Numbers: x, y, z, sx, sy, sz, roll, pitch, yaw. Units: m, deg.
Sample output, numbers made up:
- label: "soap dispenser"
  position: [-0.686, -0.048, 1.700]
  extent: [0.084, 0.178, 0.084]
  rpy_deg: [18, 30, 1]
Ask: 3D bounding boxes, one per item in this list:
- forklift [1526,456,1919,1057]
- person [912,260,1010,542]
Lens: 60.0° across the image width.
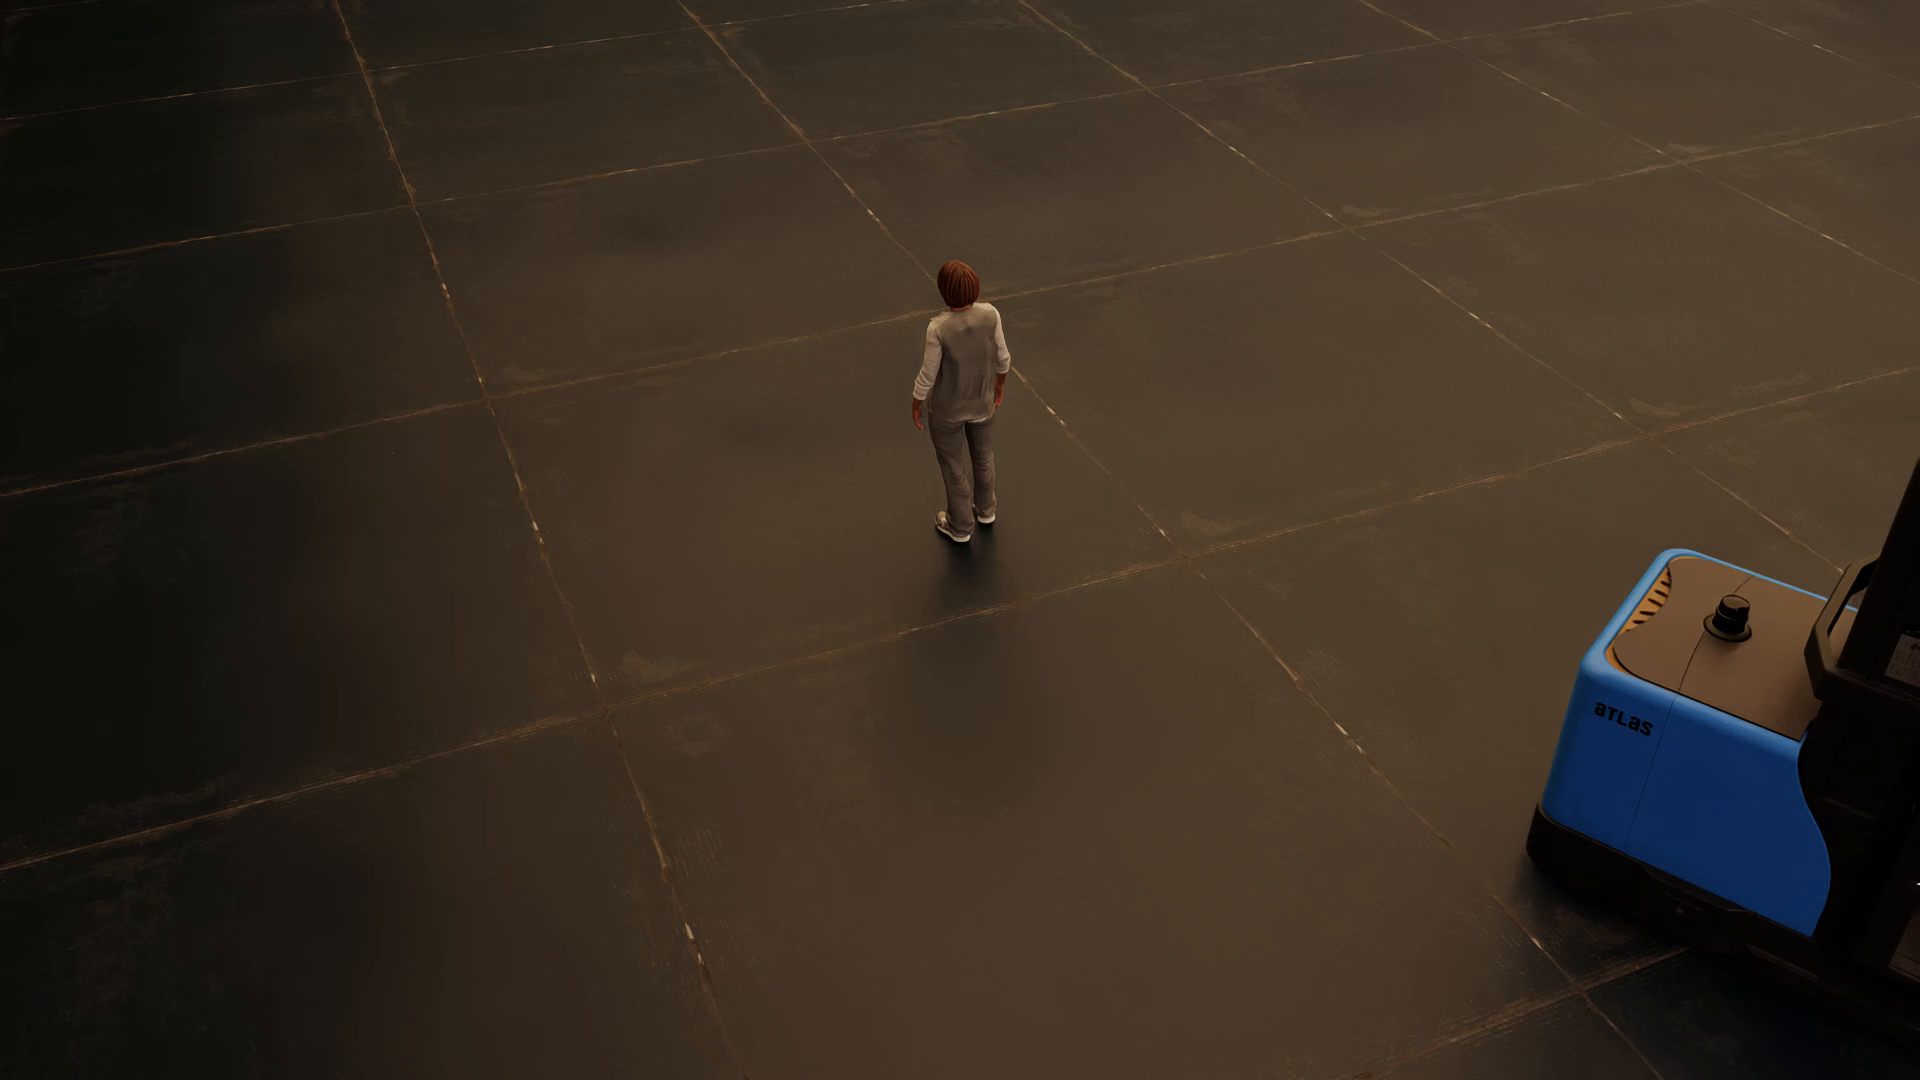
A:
- label: "forklift"
  position: [3.769, 0.433, 5.489]
  extent: [3.031, 2.935, 1.130]
  rpy_deg: [24, 42, 30]
- label: "person"
  position: [-0.016, -0.699, 8.220]
  extent: [0.520, 1.597, 0.475]
  rpy_deg: [-14, 38, -19]
